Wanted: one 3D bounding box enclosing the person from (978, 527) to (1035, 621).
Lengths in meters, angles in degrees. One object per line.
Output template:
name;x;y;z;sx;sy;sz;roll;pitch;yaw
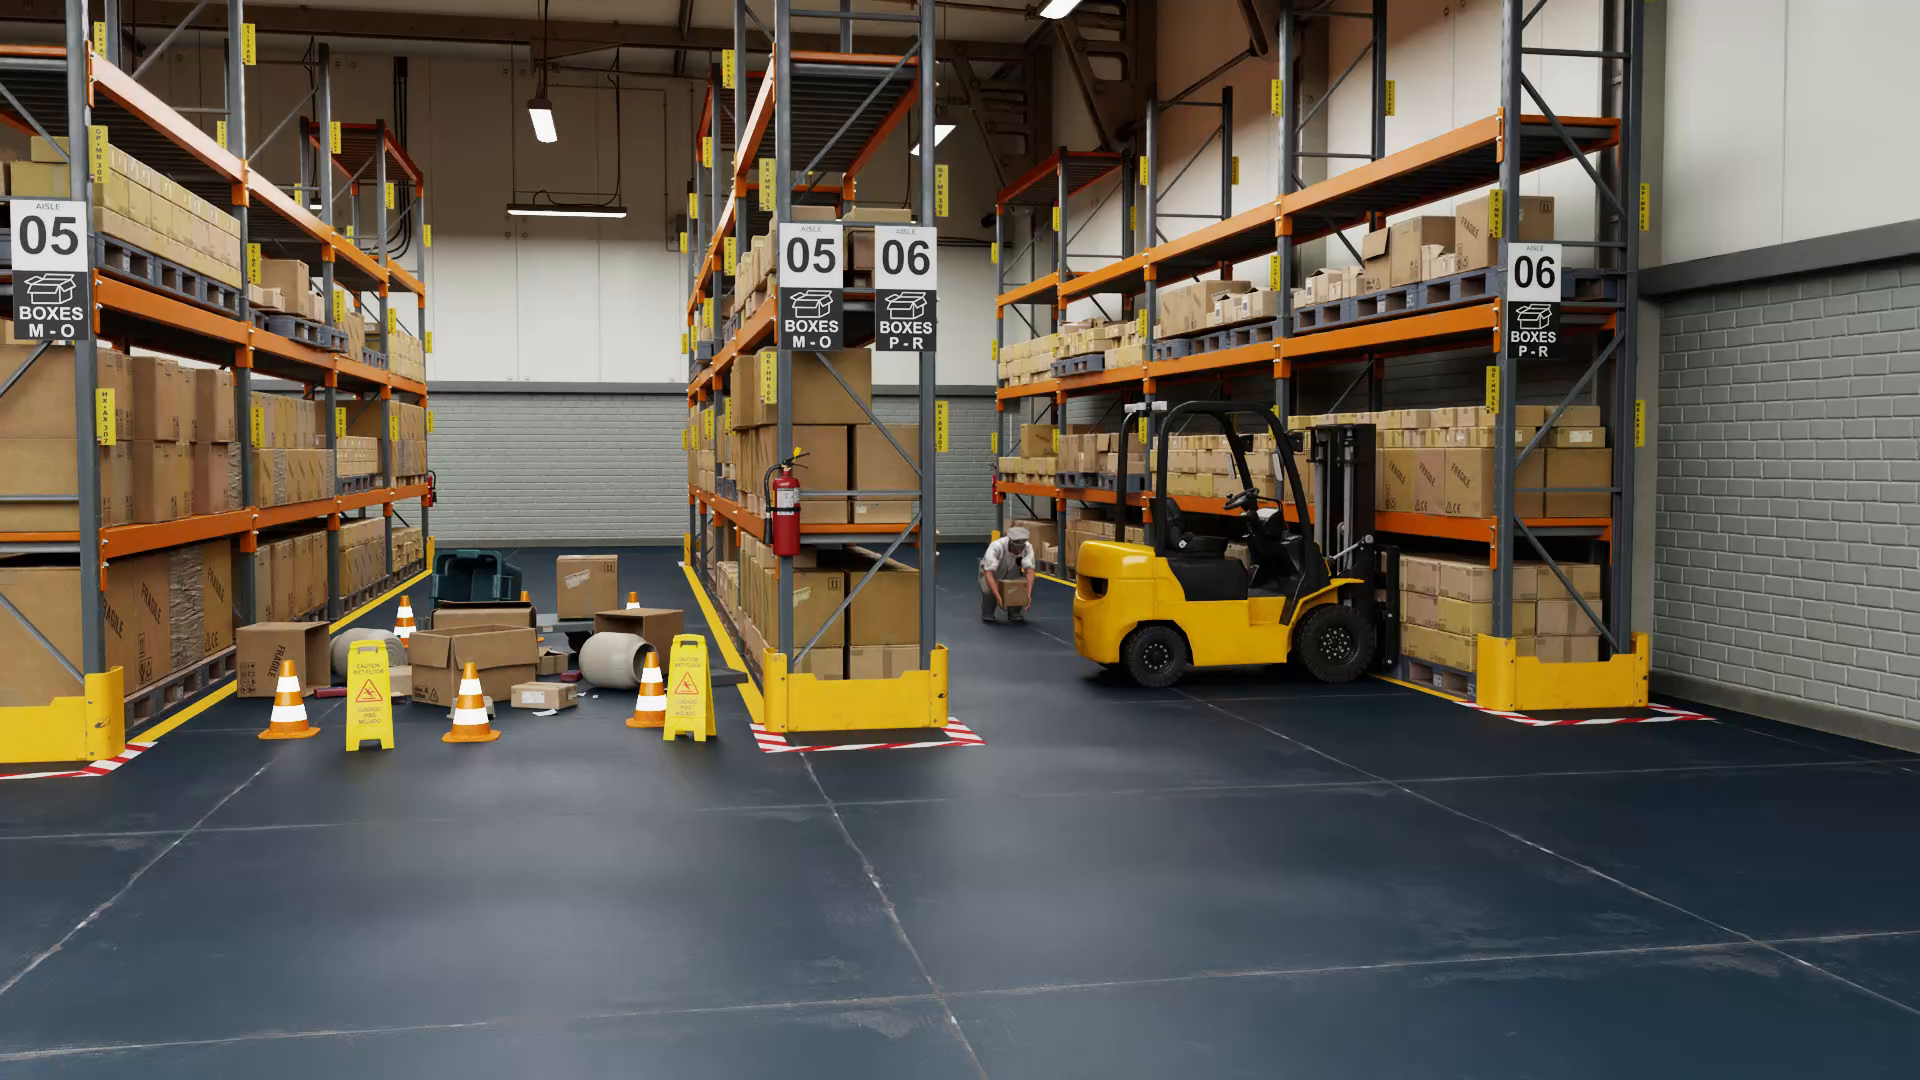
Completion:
person;0.489;0.355;17.470;0.561;1.009;0.903;-1;3;-11
